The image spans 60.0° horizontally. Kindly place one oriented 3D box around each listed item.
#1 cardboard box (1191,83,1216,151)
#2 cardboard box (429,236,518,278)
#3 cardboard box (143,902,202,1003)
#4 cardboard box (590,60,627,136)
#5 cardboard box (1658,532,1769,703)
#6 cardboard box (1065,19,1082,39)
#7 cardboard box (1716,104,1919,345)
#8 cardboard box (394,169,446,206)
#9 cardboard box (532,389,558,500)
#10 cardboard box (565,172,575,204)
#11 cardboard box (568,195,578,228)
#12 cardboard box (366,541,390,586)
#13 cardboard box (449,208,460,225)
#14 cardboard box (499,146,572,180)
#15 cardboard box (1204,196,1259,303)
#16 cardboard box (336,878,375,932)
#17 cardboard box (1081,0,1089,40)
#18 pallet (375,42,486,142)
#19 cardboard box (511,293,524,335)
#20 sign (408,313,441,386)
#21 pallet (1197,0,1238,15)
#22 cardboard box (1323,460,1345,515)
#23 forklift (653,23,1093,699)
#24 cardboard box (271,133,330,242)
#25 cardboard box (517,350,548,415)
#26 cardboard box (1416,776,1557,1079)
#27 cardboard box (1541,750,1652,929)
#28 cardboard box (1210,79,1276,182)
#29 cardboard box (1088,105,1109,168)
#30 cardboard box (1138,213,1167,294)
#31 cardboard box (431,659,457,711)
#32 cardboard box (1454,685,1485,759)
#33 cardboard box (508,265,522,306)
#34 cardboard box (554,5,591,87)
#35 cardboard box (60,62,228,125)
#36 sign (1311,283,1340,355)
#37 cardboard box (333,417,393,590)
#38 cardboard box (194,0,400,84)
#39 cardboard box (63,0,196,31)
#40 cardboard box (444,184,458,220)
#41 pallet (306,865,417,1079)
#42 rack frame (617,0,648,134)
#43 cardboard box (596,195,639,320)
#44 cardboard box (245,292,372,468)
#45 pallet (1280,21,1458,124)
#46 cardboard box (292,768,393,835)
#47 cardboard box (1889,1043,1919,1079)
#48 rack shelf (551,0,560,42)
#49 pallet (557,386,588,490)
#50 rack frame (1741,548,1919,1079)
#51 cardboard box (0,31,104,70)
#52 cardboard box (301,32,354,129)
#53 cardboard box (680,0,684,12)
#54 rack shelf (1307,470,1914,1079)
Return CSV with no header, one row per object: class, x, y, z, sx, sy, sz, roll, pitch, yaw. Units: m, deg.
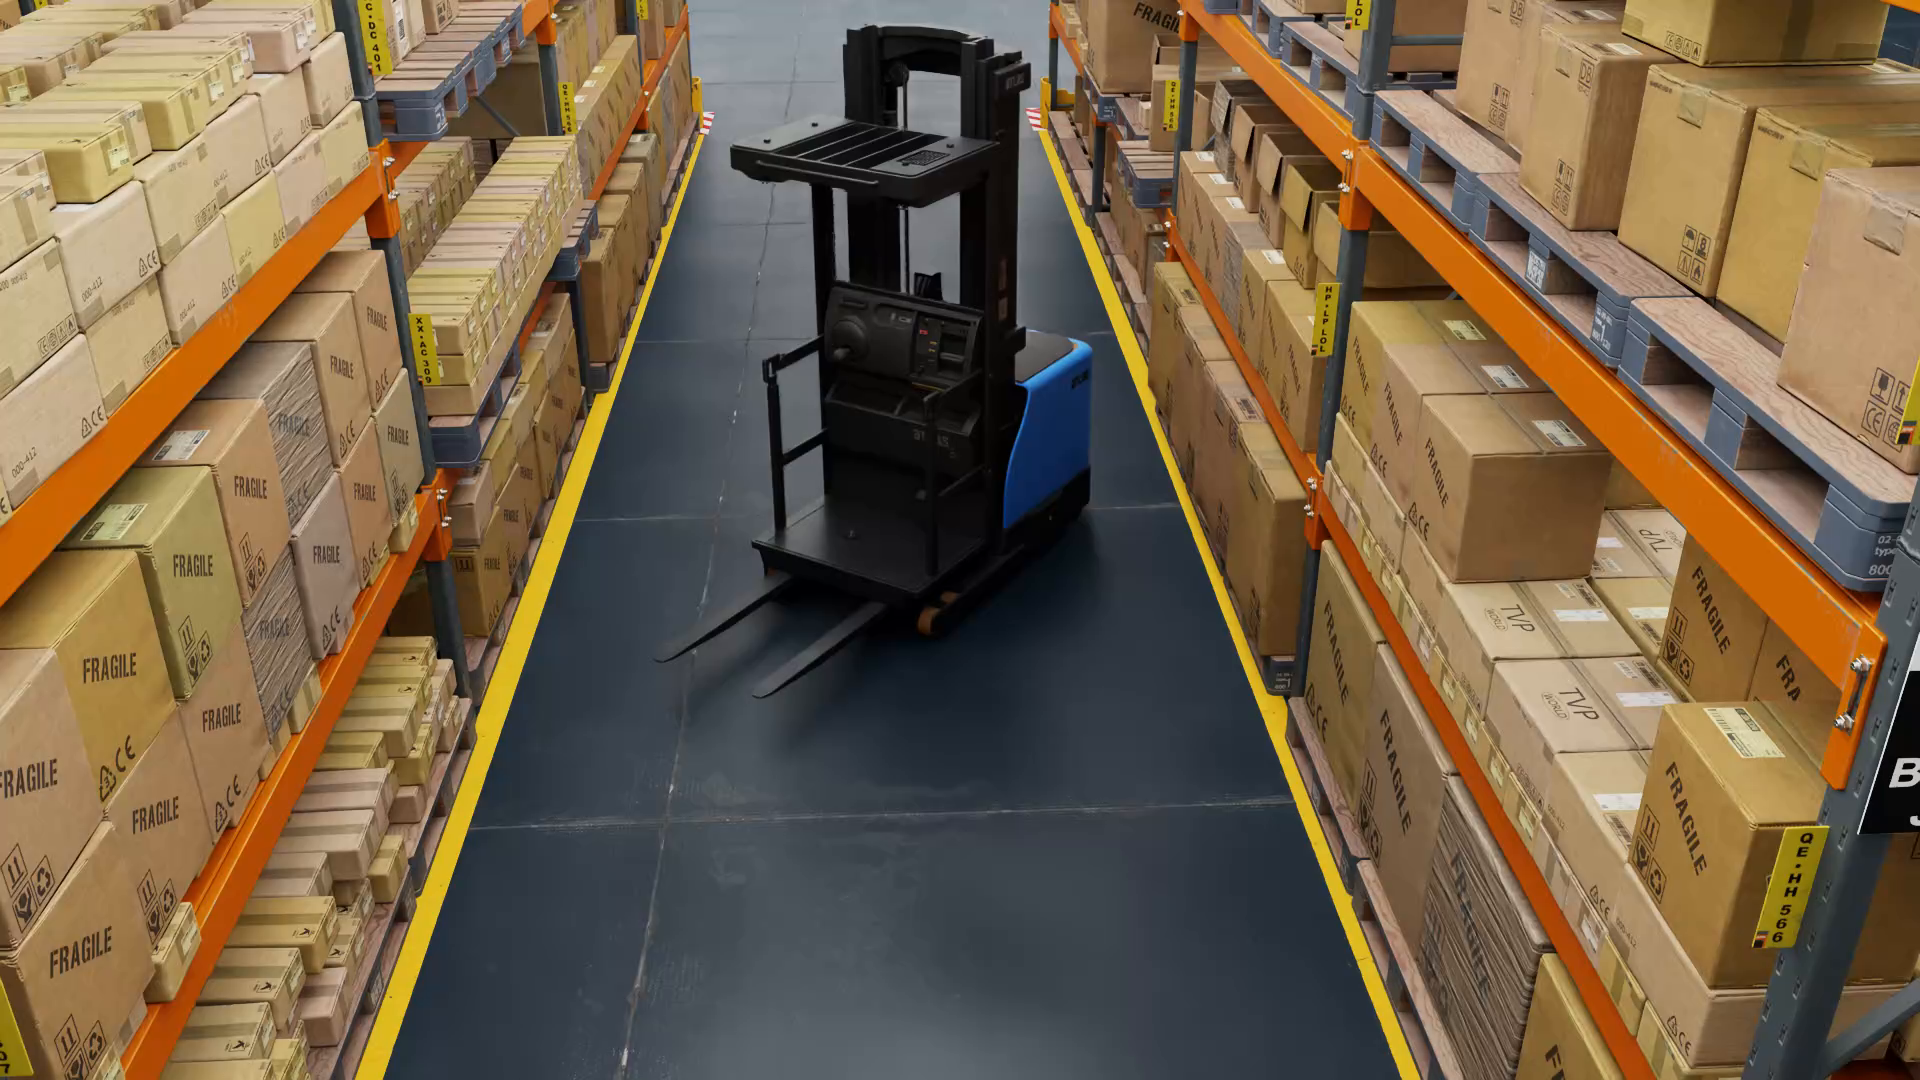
cardboard box,1.840,-2.815,11.341,0.500,0.500,0.500,-5,28,-9
cardboard box,-2.459,-1.428,8.418,0.380,0.149,0.250,-2,28,-3
cardboard box,-2.338,1.144,4.585,0.380,0.149,0.250,-2,28,-4
cardboard box,-2.912,-3.453,13.018,0.500,0.500,0.500,-1,28,-2
cardboard box,2.511,0.263,5.032,0.500,0.500,0.500,-2,28,-4
cardboard box,1.248,-5.086,16.530,0.380,0.149,0.250,-1,28,-3
cardboard box,2.336,-0.748,4.026,0.700,0.500,0.500,-2,28,-5
cardboard box,-3.182,-2.023,9.560,0.380,0.149,0.250,-3,28,-5
cardboard box,-2.688,-0.559,9.827,0.500,0.500,0.500,-3,28,-5
cardboard box,-2.554,-2.129,10.084,0.380,0.149,0.250,0,28,-1
cardboard box,-2.555,-2.006,10.170,0.380,0.149,0.250,-1,28,-3
cardboard box,-2.517,0.064,6.656,0.380,0.149,0.250,0,28,-1
cardboard box,-3.200,-1.877,9.923,0.380,0.149,0.250,0,28,0
cardboard box,-2.556,-2.270,10.033,0.380,0.149,0.250,-2,28,-3
cardboard box,1.721,-1.674,9.608,0.500,0.500,0.500,-2,28,-4
cardboard box,-2.480,1.435,6.383,0.380,0.149,0.250,-1,28,-2
cardboard box,1.620,-5.029,15.718,0.875,0.500,0.500,-1,28,-3
pallet,-2.768,-1.950,7.204,1.213,0.211,1.003,-1,28,-3
cardboard box,-2.458,-1.160,8.548,0.380,0.149,0.250,-3,28,-5
sign,-2.300,-0.816,7.134,0.100,0.325,0.005,-1,28,-3
pallet,1.994,-3.286,9.767,1.213,0.211,1.003,0,28,0
cardboard box,1.800,-0.232,7.224,0.380,0.149,0.250,-1,28,-3
forklift,-0.423,-1.031,8.557,1.130,2.935,3.031,16,32,28
cardboard box,-2.532,-1.228,5.779,0.500,0.250,0.500,-1,28,-3
cardboard box,-2.705,-0.895,9.661,0.500,0.250,0.500,-1,28,-1
cardboard box,2.165,1.401,5.664,0.875,0.875,0.875,-1,28,-3
cardboard box,2.009,0.842,4.733,0.500,0.250,0.500,-2,28,-4
cardboard box,1.930,-2.487,10.081,0.797,0.503,0.637,0,28,-1
cardboard box,1.570,-3.996,16.416,0.500,0.500,0.500,-4,28,-7
cardboard box,1.775,-2.249,13.045,0.700,0.500,0.500,1,28,2
cardboard box,-2.508,0.668,7.532,0.380,0.149,0.250,-1,28,-2
cardboard box,1.899,0.608,5.613,0.380,0.149,0.250,-1,28,-2
cardboard box,-2.463,-1.298,8.492,0.380,0.149,0.250,0,28,-1
cardboard box,-3.148,-3.664,12.342,0.700,0.500,0.500,-2,28,-3
cardboard box,-2.459,-1.343,5.028,0.380,0.149,0.250,-2,28,-3
sign,1.575,-0.949,7.160,0.100,0.325,0.005,-1,28,-3
cardboard box,-2.508,-0.135,6.336,0.500,0.500,0.500,-2,28,-4
cardboard box,-2.752,-2.153,6.829,0.700,0.500,0.500,-1,28,-3
cardboard box,-3.068,-1.937,6.167,0.380,0.149,0.250,-2,28,-4
cardboard box,-3.192,-1.993,9.823,0.380,0.149,0.250,-2,28,-4
pallet,-2.705,1.695,6.272,1.003,0.211,1.213,-1,28,-3
rack frame,-3.259,-4.110,14.386,1.000,3.000,0.127,-1,28,-3
cardboard box,-3.042,-2.138,12.585,1.050,0.750,0.750,-1,28,-2
cardboard box,-2.515,-0.586,6.118,0.500,0.500,0.500,-2,28,-4
pallet,2.020,-2.156,7.603,0.805,0.209,1.217,-2,28,-5
cardboard box,-2.448,1.033,6.511,0.380,0.149,0.250,-3,28,-5
cardboard box,2.637,1.298,4.289,0.380,0.149,0.250,-1,28,-2
rack shelf,-3.155,-4.197,12.088,1.077,0.370,4.000,-1,28,-3
pallet,-3.011,-0.665,10.797,1.003,0.211,1.213,-1,28,-3
rack frame,2.326,1.359,3.901,1.000,3.000,0.127,-1,28,-3
cardboard box,-3.050,-1.575,5.473,0.380,0.149,0.250,-2,28,-4
cardboard box,-2.564,-1.693,6.131,0.500,0.250,0.500,-3,28,-5
cardboard box,-3.404,-5.853,17.567,0.875,0.550,0.550,-1,28,-3
rack shelf,2.221,0.754,5.838,1.077,0.370,4.000,-1,28,-3
